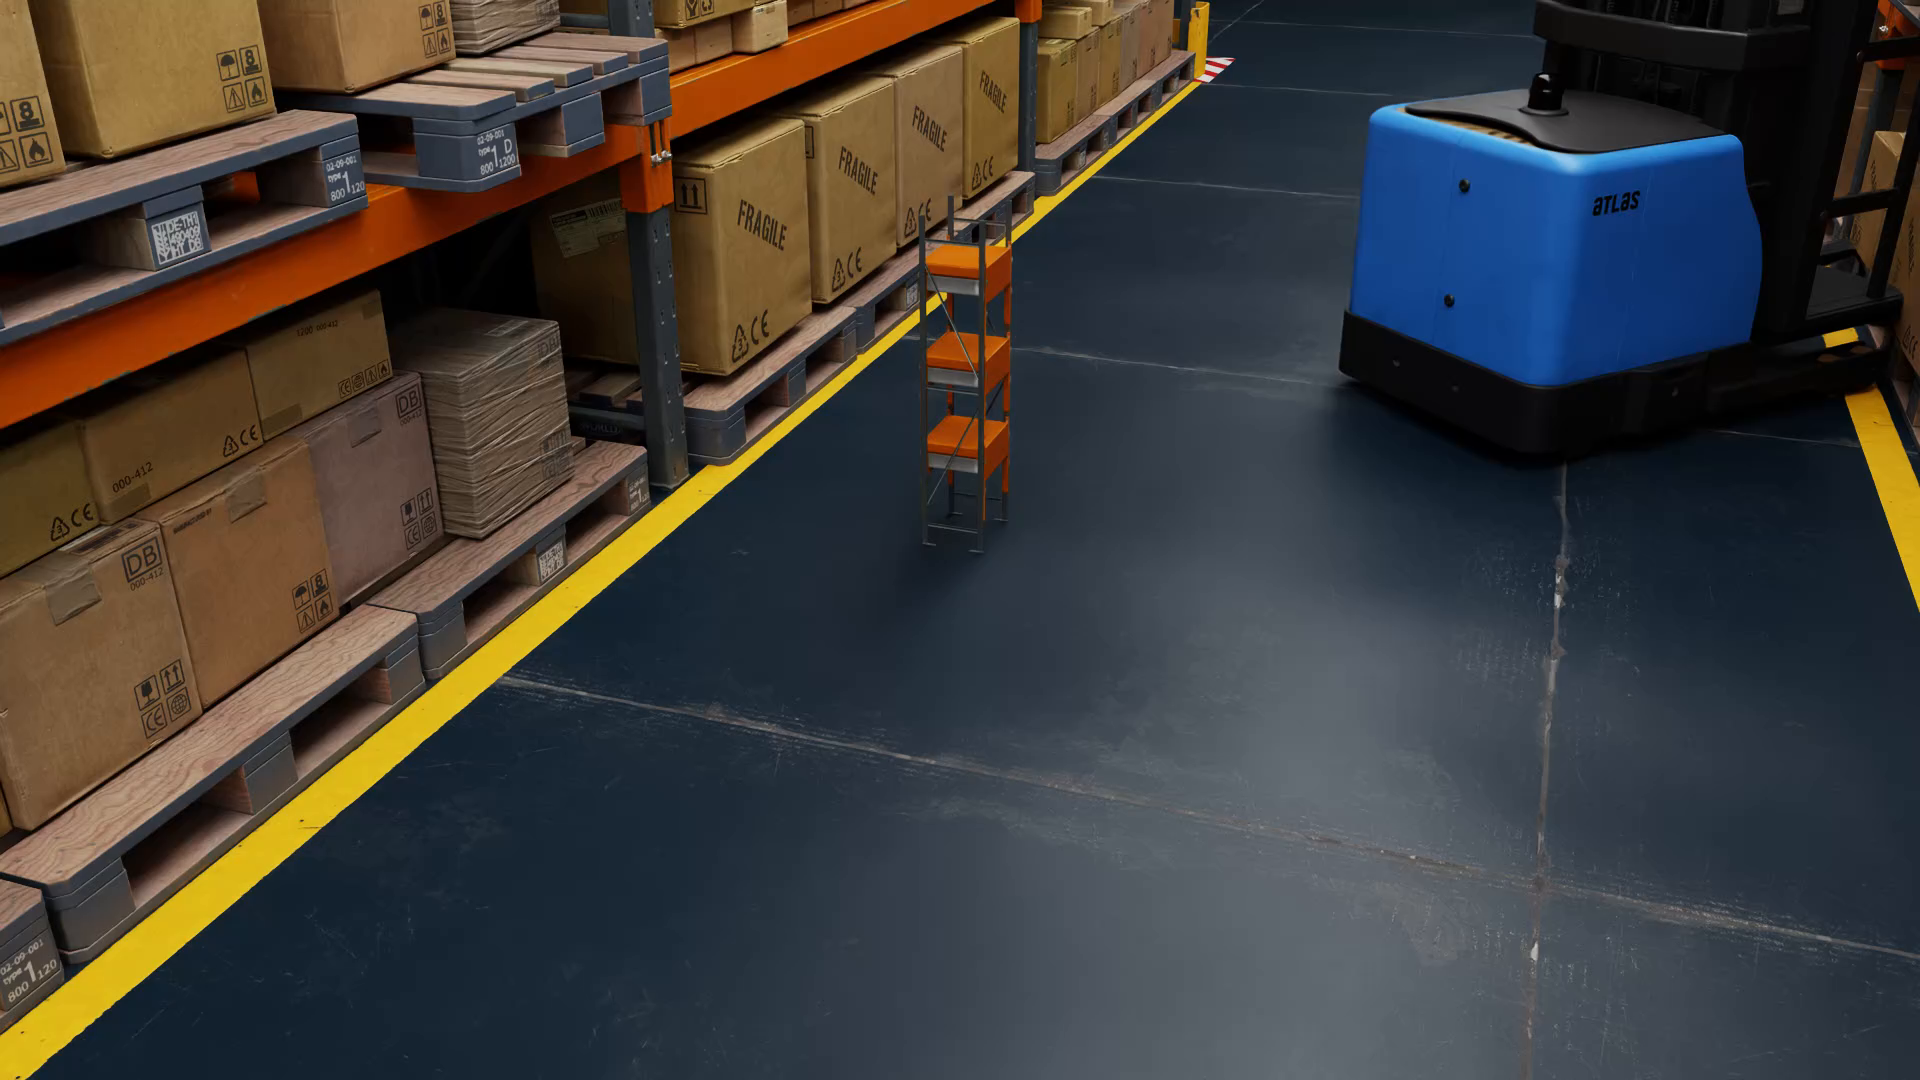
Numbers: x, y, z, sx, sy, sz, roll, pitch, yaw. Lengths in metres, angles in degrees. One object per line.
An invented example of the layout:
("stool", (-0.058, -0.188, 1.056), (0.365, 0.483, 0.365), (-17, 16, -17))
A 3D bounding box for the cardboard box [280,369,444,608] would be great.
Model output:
("cardboard box", (-1.886, -0.183, 4.549), (0.700, 0.500, 0.500), (9, 27, 17))

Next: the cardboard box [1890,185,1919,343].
("cardboard box", (3.858, -1.020, 6.277), (0.500, 0.500, 0.500), (9, 27, 18))

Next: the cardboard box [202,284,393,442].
("cardboard box", (-1.854, -0.490, 4.323), (0.500, 0.250, 0.500), (9, 27, 18))

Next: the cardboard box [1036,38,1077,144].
("cardboard box", (0.262, -2.608, 9.582), (0.700, 0.500, 0.500), (9, 27, 18))

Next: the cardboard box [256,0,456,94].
("cardboard box", (-1.722, -1.423, 4.127), (0.700, 0.500, 0.500), (6, 27, 13))

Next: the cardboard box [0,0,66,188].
("cardboard box", (-2.162, -0.915, 3.079), (0.700, 0.500, 0.500), (13, 29, 24))

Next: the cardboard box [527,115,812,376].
("cardboard box", (-1.046, -1.113, 6.091), (0.750, 0.750, 0.750), (8, 27, 17))

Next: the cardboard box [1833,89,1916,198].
("cardboard box", (4.511, -1.883, 8.061), (0.500, 0.500, 0.500), (9, 27, 17))

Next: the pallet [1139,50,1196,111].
("pallet", (1.055, -3.301, 11.825), (1.003, 0.211, 1.213), (9, 27, 17))

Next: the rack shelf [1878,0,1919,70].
("rack shelf", (3.923, -1.389, 5.503), (1.077, 0.370, 4.000), (9, 27, 17))

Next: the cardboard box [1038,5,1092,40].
("cardboard box", (0.548, -3.015, 9.676), (0.380, 0.149, 0.250), (10, 27, 19))

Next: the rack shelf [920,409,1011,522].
("rack shelf", (0.018, -0.235, 5.192), (0.215, 0.259, 0.240), (9, 27, 17))

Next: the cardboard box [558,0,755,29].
("cardboard box", (-1.012, -1.959, 5.374), (0.500, 0.500, 0.500), (10, 27, 19))

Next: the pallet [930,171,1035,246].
("pallet", (-0.270, -1.669, 8.455), (1.003, 0.211, 1.213), (9, 27, 17))

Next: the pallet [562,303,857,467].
("pallet", (-1.081, -0.666, 6.384), (1.003, 0.211, 1.213), (9, 27, 17))

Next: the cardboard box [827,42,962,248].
("cardboard box", (-0.471, -1.822, 7.556), (0.750, 0.750, 0.750), (10, 27, 19))

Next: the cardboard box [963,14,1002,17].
("cardboard box", (0.026, -2.870, 9.377), (0.380, 0.149, 0.250), (9, 27, 17))

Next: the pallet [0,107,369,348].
("pallet", (-2.035, -0.702, 3.479), (1.003, 0.211, 1.213), (9, 27, 17))

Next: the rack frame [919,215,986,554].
("rack frame", (-0.023, -0.444, 4.963), (0.200, 1.050, 0.008), (9, 27, 17))

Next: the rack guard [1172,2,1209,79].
("rack guard", (1.255, -3.781, 12.485), (1.175, 0.500, 0.348), (9, 27, 17))

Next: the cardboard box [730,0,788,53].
("cardboard box", (-0.827, -1.805, 5.801), (0.380, 0.149, 0.250), (10, 27, 19))

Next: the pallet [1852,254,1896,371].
("pallet", (4.354, -0.940, 6.950), (1.003, 0.211, 1.213), (9, 27, 17))

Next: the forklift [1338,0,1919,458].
("forklift", (3.011, -2.051, 6.122), (3.031, 2.935, 1.130), (-13, 29, -26))

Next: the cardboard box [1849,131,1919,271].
("cardboard box", (4.198, -1.445, 7.155), (0.500, 0.500, 0.500), (8, 27, 15))

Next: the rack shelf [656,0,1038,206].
("rack shelf", (-0.749, -2.106, 6.984), (1.077, 0.370, 4.000), (9, 27, 17))

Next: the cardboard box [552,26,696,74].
("cardboard box", (-1.087, -1.606, 5.390), (0.380, 0.149, 0.250), (8, 27, 17))

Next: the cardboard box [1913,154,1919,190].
("cardboard box", (3.865, -1.371, 6.143), (0.500, 0.250, 0.500), (9, 27, 18))

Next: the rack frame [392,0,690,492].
("rack frame", (-1.415, -1.608, 5.129), (1.000, 3.000, 0.127), (9, 27, 17))

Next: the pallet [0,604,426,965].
("pallet", (-2.084, 0.467, 4.042), (1.003, 0.211, 1.213), (9, 27, 17))

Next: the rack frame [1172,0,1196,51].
("rack frame", (1.247, -4.896, 11.920), (1.000, 3.000, 0.127), (9, 27, 17))

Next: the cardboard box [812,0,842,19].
("cardboard box", (-0.685, -2.139, 6.490), (0.380, 0.149, 0.250), (9, 27, 18))

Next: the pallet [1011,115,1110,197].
("pallet", (0.243, -2.298, 9.754), (1.003, 0.211, 1.213), (9, 27, 17))

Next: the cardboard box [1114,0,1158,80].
("cardboard box", (0.942, -3.452, 11.324), (0.700, 0.500, 0.500), (9, 27, 17))

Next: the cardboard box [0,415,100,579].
("cardboard box", (-2.204, -0.076, 3.467), (0.500, 0.250, 0.500), (8, 27, 16))

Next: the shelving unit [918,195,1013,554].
("shelving unit", (0.018, -0.495, 5.067), (0.215, 1.050, 0.252), (9, 27, 17))

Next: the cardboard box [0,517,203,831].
("cardboard box", (-2.184, 0.234, 3.688), (0.700, 0.500, 0.500), (9, 27, 18))

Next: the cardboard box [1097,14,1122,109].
("cardboard box", (0.605, -3.025, 10.442), (0.700, 0.500, 0.500), (9, 27, 19))
